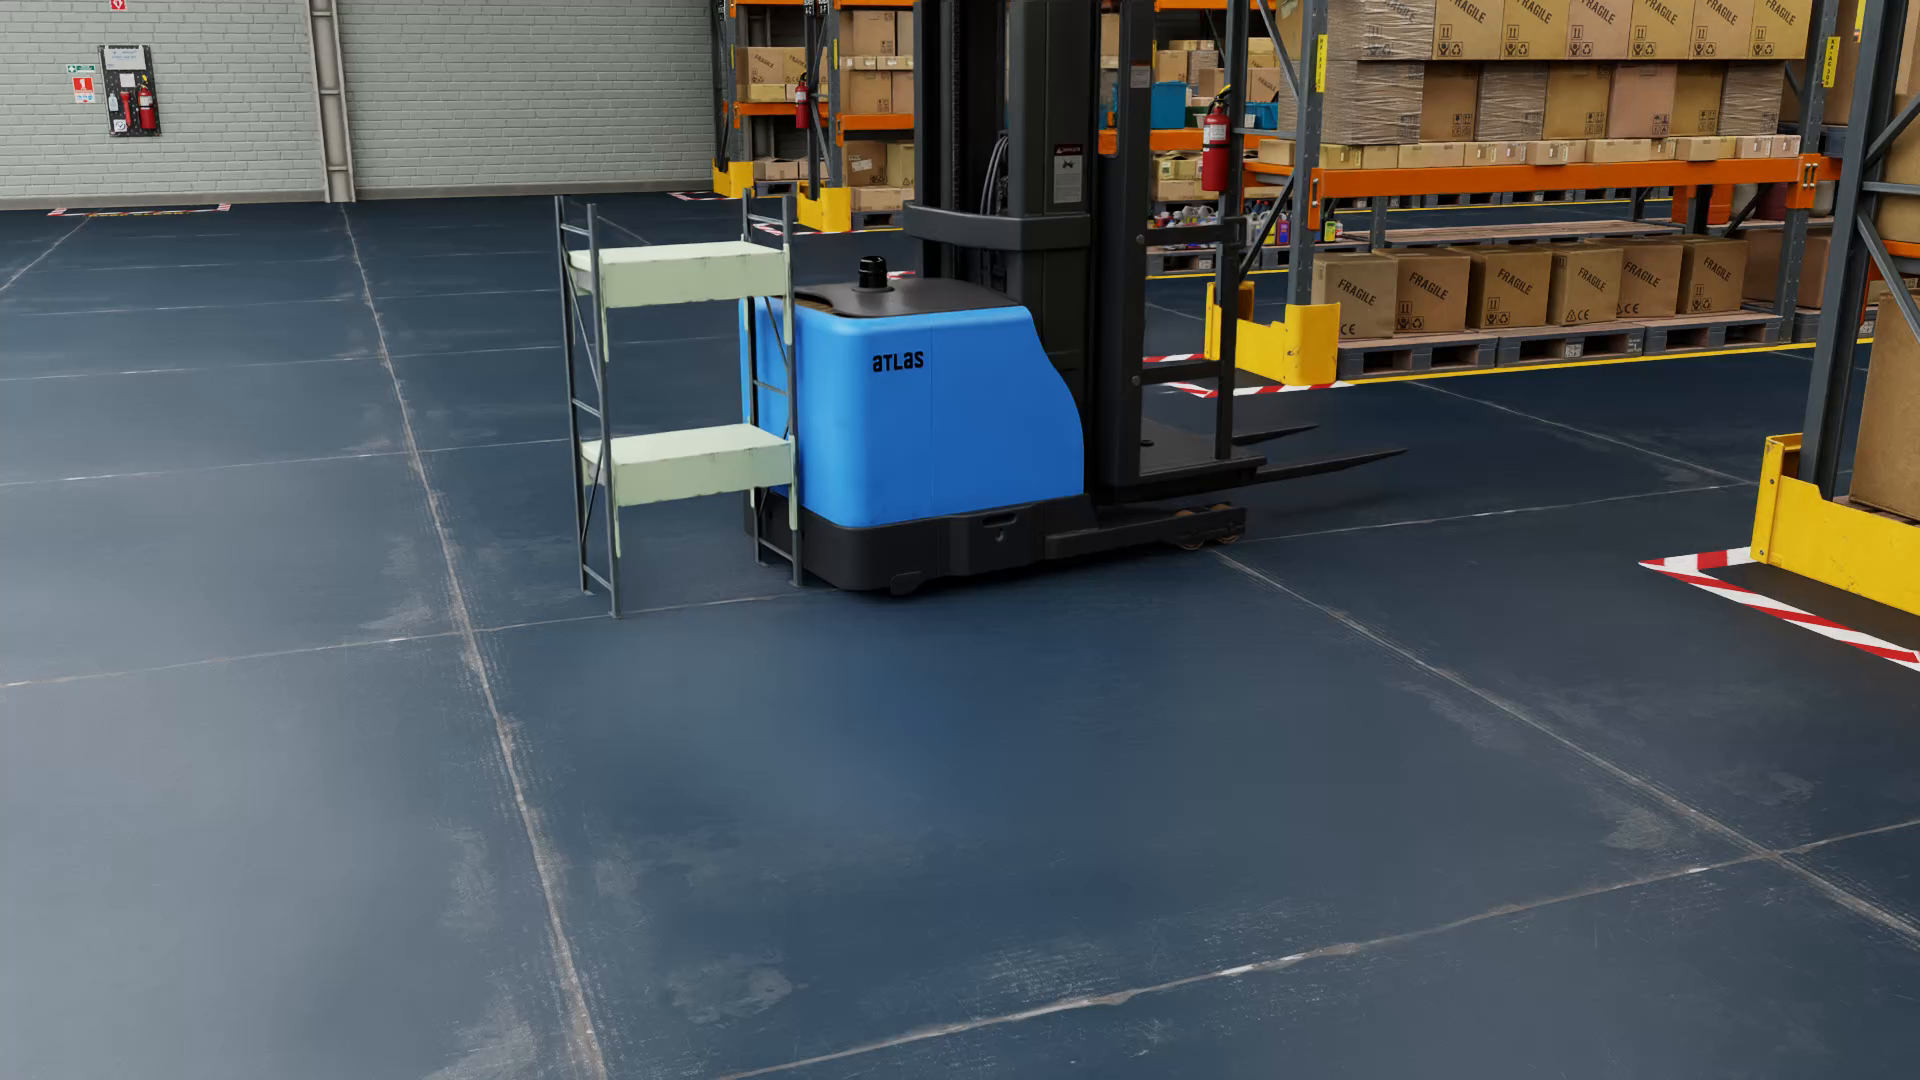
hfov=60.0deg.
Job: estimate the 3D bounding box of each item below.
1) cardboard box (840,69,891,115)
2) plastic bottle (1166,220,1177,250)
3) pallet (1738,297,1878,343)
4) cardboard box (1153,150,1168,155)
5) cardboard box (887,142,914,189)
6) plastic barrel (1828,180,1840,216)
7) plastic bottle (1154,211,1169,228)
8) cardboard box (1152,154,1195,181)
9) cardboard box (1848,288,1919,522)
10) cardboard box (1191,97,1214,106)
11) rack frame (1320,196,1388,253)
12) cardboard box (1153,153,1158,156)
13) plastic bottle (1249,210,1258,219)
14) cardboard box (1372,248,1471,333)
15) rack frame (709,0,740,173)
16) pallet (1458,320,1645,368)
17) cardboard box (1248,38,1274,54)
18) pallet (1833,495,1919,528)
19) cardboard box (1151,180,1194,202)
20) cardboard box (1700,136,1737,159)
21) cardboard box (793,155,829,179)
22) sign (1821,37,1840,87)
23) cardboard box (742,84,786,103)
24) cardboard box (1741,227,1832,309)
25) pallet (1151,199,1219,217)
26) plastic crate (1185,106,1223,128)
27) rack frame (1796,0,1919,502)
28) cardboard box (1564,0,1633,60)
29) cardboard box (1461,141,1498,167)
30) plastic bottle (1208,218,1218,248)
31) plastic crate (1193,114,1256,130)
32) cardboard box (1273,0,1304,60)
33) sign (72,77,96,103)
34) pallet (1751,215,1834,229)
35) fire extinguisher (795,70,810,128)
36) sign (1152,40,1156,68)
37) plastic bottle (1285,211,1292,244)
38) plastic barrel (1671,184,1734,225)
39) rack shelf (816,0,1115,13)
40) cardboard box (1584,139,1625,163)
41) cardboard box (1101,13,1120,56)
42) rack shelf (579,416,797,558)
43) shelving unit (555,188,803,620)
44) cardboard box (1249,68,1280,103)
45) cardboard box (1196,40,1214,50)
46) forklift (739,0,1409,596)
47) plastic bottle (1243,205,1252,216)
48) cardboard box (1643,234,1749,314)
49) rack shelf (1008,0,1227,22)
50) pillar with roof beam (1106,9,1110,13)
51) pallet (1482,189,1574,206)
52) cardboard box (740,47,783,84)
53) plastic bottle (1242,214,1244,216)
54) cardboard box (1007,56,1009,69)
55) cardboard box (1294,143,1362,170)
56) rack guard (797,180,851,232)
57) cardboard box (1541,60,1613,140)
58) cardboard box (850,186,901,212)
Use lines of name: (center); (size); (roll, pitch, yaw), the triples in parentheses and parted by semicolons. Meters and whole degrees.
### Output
cardboard box: (-1.153, -5.254, 19.488); (0.500, 0.500, 0.700); (-6, 17, -20)
plastic bottle: (1.980, -2.861, 15.580); (0.097, 0.271, 0.097); (0, 16, 0)
pallet: (6.410, -1.700, 12.512); (1.213, 0.211, 1.003); (-6, 17, -20)
cardboard box: (2.925, -6.176, 26.461); (0.500, 0.500, 0.700); (-6, 17, -20)
cardboard box: (-0.547, -4.451, 19.734); (0.500, 0.500, 0.500); (-6, 17, -20)
plastic barrel: (10.206, -4.141, 18.856); (0.708, 0.901, 0.600); (-6, 17, -20)
plastic bottle: (1.979, -3.082, 16.321); (0.135, 0.276, 0.152); (-6, 17, -20)
cardboard box: (2.617, -4.693, 20.895); (0.500, 0.311, 0.500); (-6, 17, -20)
cardboard box: (4.238, -0.508, 6.530); (0.875, 0.875, 0.875); (-6, 17, -20)
cardboard box: (3.042, -5.481, 20.883); (0.250, 0.149, 0.380); (-6, 17, -20)
rack frame: (3.911, -4.262, 16.288); (0.127, 3.000, 1.000); (-6, 17, -20)
cardboard box: (2.417, -4.833, 21.372); (0.500, 0.311, 0.500); (-6, 17, -20)
plastic bottle: (2.916, -3.145, 16.547); (0.097, 0.271, 0.097); (0, 16, 0)
cardboard box: (3.083, -1.685, 11.205); (0.500, 0.500, 0.500); (-2, 16, -6)
rack frame: (-3.369, -6.465, 23.791); (0.127, 3.000, 1.000); (-6, 17, -20)
pallet: (3.928, -1.420, 11.558); (1.213, 0.211, 1.003); (-6, 17, -20)
cardboard box: (4.644, -7.813, 26.308); (0.500, 0.250, 0.500); (-6, 17, -19)
pallet: (4.347, -0.003, 6.736); (1.213, 0.211, 1.003); (-6, 17, -20)
cardboard box: (2.607, -4.423, 20.972); (0.500, 0.250, 0.500); (-7, 18, -21)
cardboard box: (5.096, -2.707, 11.439); (0.250, 0.149, 0.380); (-6, 17, -20)
cardboard box: (-2.159, -5.490, 24.460); (0.500, 0.311, 0.500); (-5, 17, -15)
sign: (5.884, -3.232, 11.245); (0.005, 0.325, 0.100); (-6, 17, -20)
cardboard box: (-2.800, -6.369, 23.692); (0.500, 0.250, 0.500); (-7, 18, -22)
cardboard box: (6.264, -2.027, 12.332); (0.500, 0.500, 0.700); (-8, 18, -24)
pallet: (2.816, -4.312, 21.408); (1.213, 0.211, 1.003); (-6, 17, -20)
plastic crate: (2.542, -4.098, 16.104); (0.662, 0.188, 0.450); (-6, 17, -20)
rack frame: (3.628, -1.240, 5.998); (0.127, 3.000, 1.000); (-6, 17, -20)
cardboard box: (3.960, -3.361, 10.740); (0.500, 0.500, 0.500); (-6, 17, -20)
cardboard box: (3.240, -2.496, 10.721); (0.250, 0.149, 0.380); (-6, 17, -20)
plastic bottle: (2.394, -2.906, 15.732); (0.097, 0.271, 0.097); (0, 16, 0)
plastic crate: (2.485, -3.905, 15.540); (0.437, 0.136, 0.530); (-6, 17, -20)
cardboard box: (2.373, -3.346, 10.690); (0.500, 0.500, 0.500); (-6, 17, -20)
sign: (-11.502, -5.908, 21.829); (0.234, 0.329, 0.001); (-6, 17, -20)
pallet: (9.505, -3.540, 18.777); (1.213, 0.211, 1.003); (-6, 17, -20)
fire extinguisher: (-1.870, -5.235, 19.740); (0.183, 0.674, 0.296); (-6, 17, -20)
sign: (2.342, -5.873, 20.097); (0.005, 0.325, 0.100); (-6, 17, -20)
plastic bottle: (3.233, -3.042, 16.054); (0.185, 0.351, 0.144); (-7, 18, -23)
plastic barrel: (8.097, -3.879, 18.091); (0.708, 0.830, 0.600); (-6, 17, -20)
rack shelf: (0.274, -6.458, 19.719); (4.000, 0.370, 1.077); (-6, 17, -20)
cardboard box: (4.182, -2.592, 11.046); (0.250, 0.149, 0.380); (-6, 17, -20)
cardboard box: (1.730, -6.190, 20.372); (0.500, 0.500, 0.700); (-6, 17, -20)
rack shelf: (-1.038, -0.214, 6.323); (0.720, 0.370, 0.431); (-9, 19, -29)
shelving unit: (-1.038, -0.527, 6.231); (0.755, 1.500, 0.431); (-9, 19, -29)
cardboard box: (3.824, -5.790, 21.315); (0.500, 0.500, 0.500); (-6, 17, -20)
cardboard box: (3.790, -7.799, 26.225); (0.250, 0.149, 0.380); (-9, 18, -27)
forklift: (0.623, -1.481, 6.938); (3.031, 2.935, 1.130); (-9, 19, -29)
plastic bottle: (2.832, -3.211, 16.629); (0.185, 0.351, 0.144); (-7, 18, -22)
cardboard box: (5.295, -1.931, 12.042); (0.500, 0.500, 0.500); (-7, 18, -22)
rack shelf: (2.233, -8.164, 25.529); (4.000, 0.370, 1.077); (-6, 17, -20)
pillar with roof beam: (4.118, -9.114, 22.164); (0.400, 9.000, 9.100); (-6, 17, -20)
pallet: (7.725, -4.818, 23.131); (1.213, 0.211, 1.003); (-6, 17, -20)
cardboard box: (-2.816, -6.732, 23.598); (0.500, 0.500, 0.500); (-6, 17, -20)
plastic bottle: (2.740, -2.990, 15.995); (0.133, 0.283, 0.061); (-6, 17, -20)
cardboard box: (0.531, -5.686, 19.808); (0.250, 0.149, 0.380); (-6, 17, -18)
cardboard box: (2.299, -2.401, 10.396); (0.250, 0.149, 0.380); (-6, 17, -20)
rack guard: (-1.616, -3.960, 19.698); (0.348, 0.500, 1.175); (-6, 17, -20)
cardboard box: (3.849, -2.963, 11.158); (0.500, 0.500, 0.875); (-6, 17, -20)
cardboard box: (-1.013, -4.040, 19.667); (0.500, 0.250, 0.500); (-6, 17, -20)
